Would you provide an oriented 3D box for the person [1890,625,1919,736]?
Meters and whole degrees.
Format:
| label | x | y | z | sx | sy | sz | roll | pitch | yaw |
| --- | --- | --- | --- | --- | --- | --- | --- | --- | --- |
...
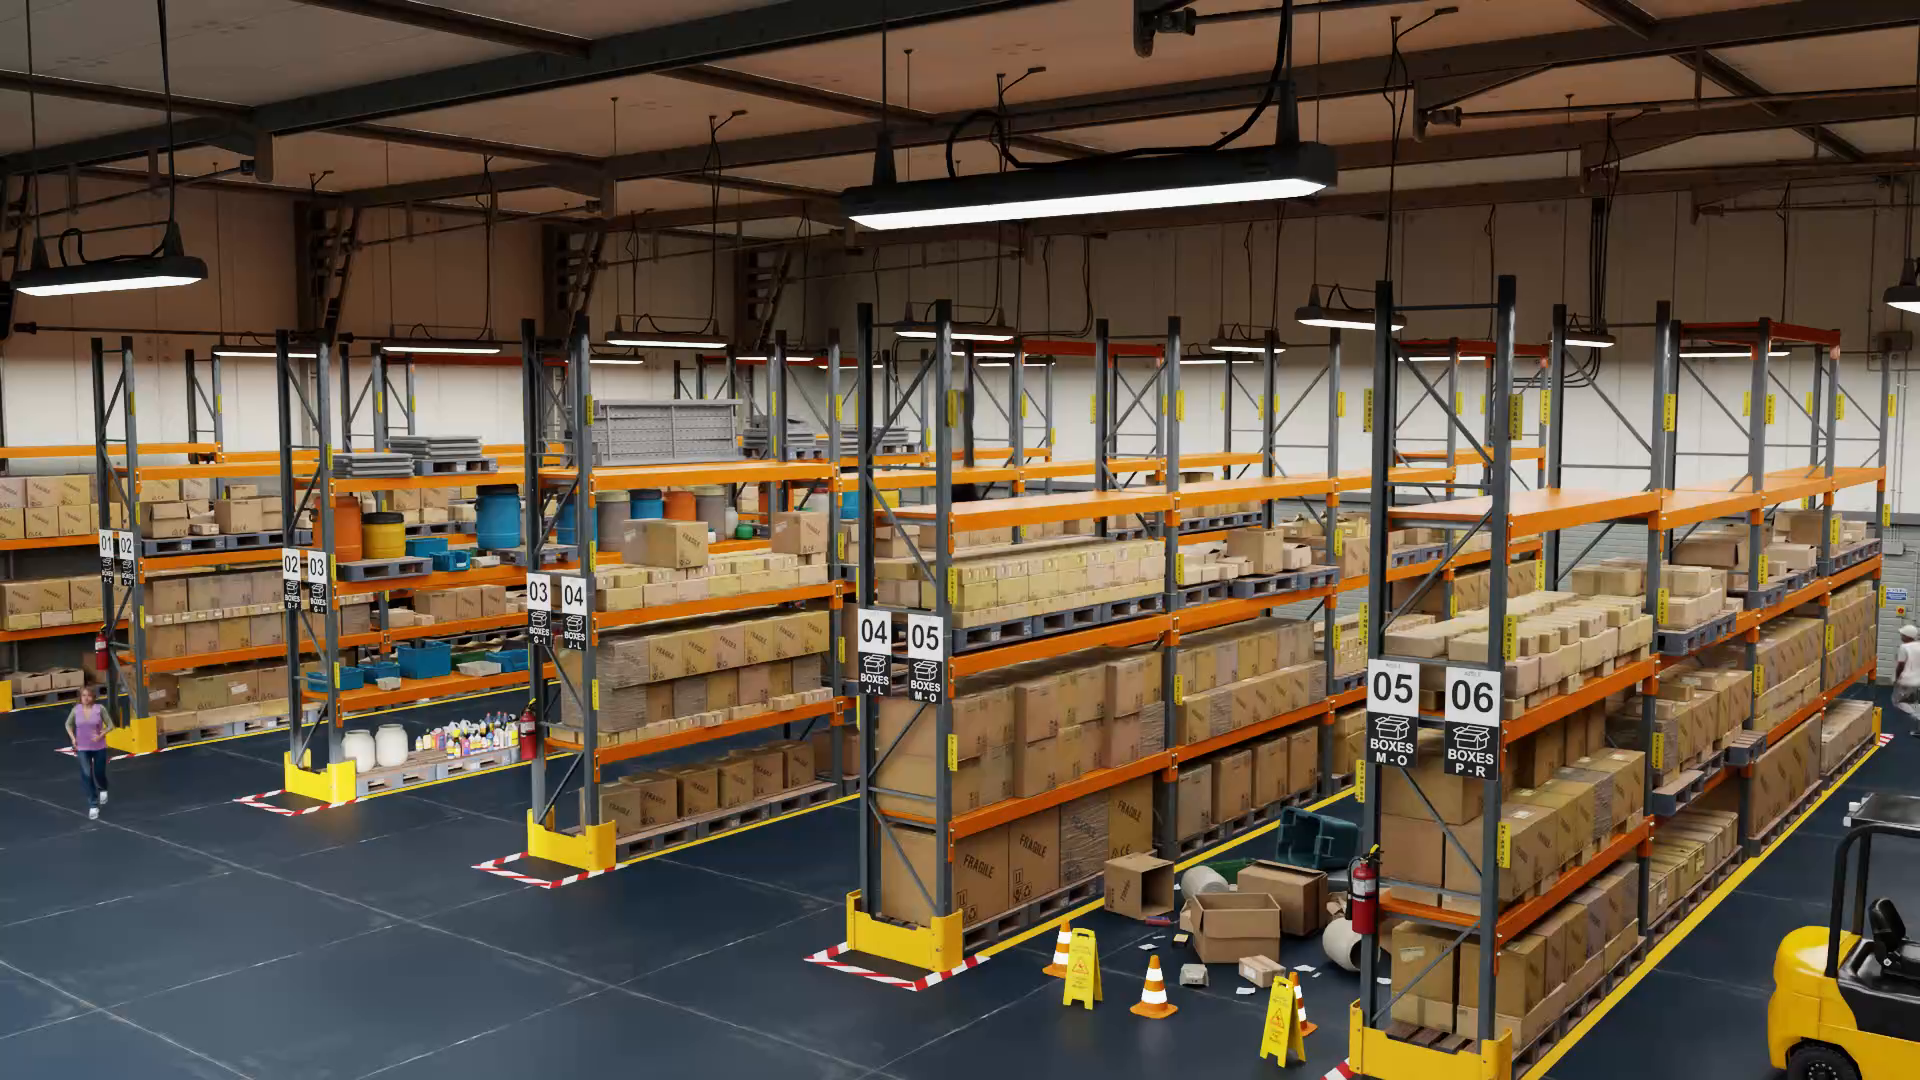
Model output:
| label | x | y | z | sx | sy | sz | roll | pitch | yaw |
| --- | --- | --- | --- | --- | --- | --- | --- | --- | --- |
| person | 14.350 | 2.130 | 25.127 | 0.739 | 1.722 | 0.548 | -1 | 5 | -15 |

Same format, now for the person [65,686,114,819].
| label | x | y | z | sx | sy | sz | roll | pitch | yaw |
| --- | --- | --- | --- | --- | --- | --- | --- | --- | --- |
| person | -10.733 | 2.588 | 20.525 | 0.548 | 1.597 | 0.746 | -2 | 5 | -22 |
